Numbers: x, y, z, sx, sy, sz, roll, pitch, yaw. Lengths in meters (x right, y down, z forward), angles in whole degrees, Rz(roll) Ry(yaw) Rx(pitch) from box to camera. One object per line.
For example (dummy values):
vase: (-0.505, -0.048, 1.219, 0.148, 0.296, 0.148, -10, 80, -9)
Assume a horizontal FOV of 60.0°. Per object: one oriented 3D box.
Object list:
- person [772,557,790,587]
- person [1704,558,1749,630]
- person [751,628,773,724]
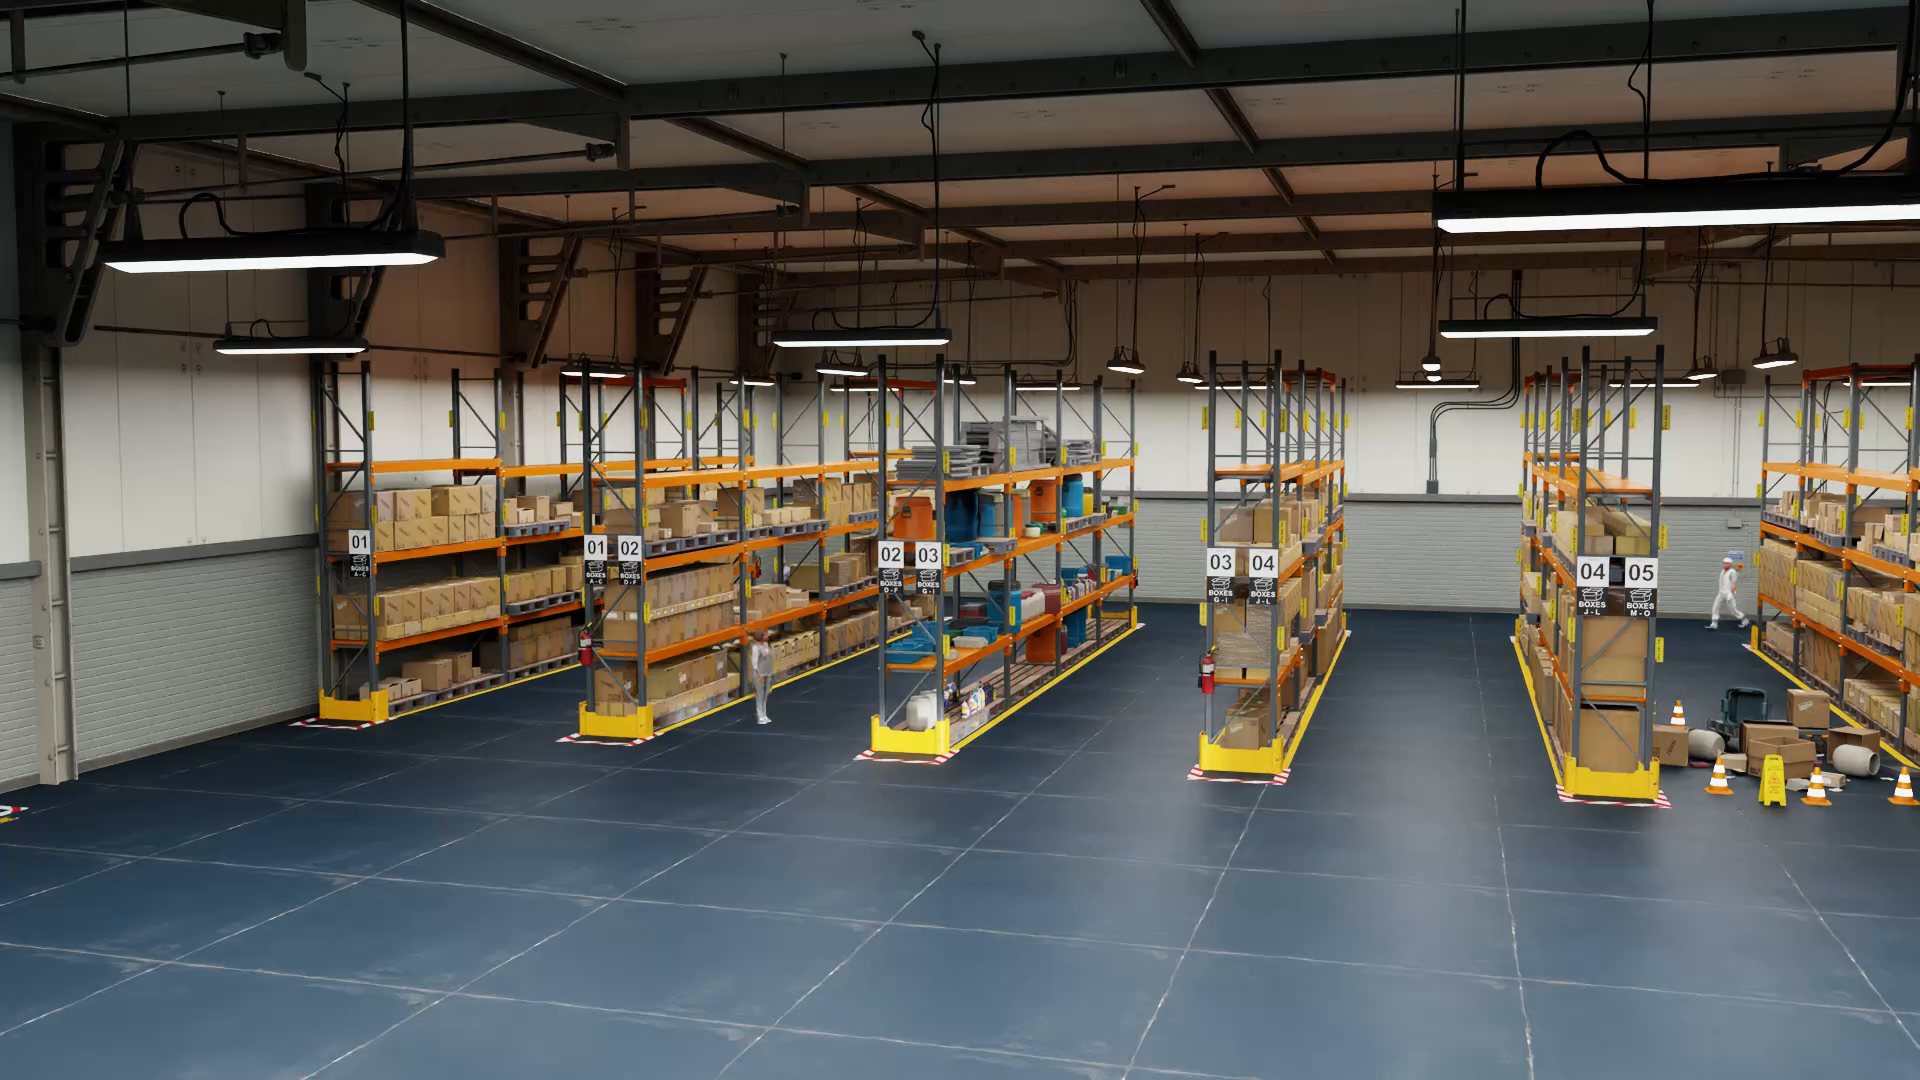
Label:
person: (-4.449, 1.206, 41.664, 0.475, 1.616, 0.665, 1, 4, 13)
person: (18.348, 1.292, 39.777, 1.028, 1.747, 0.639, -1, 4, -10)
person: (-3.273, 2.245, 27.441, 0.369, 1.592, 0.477, 3, 5, 36)
